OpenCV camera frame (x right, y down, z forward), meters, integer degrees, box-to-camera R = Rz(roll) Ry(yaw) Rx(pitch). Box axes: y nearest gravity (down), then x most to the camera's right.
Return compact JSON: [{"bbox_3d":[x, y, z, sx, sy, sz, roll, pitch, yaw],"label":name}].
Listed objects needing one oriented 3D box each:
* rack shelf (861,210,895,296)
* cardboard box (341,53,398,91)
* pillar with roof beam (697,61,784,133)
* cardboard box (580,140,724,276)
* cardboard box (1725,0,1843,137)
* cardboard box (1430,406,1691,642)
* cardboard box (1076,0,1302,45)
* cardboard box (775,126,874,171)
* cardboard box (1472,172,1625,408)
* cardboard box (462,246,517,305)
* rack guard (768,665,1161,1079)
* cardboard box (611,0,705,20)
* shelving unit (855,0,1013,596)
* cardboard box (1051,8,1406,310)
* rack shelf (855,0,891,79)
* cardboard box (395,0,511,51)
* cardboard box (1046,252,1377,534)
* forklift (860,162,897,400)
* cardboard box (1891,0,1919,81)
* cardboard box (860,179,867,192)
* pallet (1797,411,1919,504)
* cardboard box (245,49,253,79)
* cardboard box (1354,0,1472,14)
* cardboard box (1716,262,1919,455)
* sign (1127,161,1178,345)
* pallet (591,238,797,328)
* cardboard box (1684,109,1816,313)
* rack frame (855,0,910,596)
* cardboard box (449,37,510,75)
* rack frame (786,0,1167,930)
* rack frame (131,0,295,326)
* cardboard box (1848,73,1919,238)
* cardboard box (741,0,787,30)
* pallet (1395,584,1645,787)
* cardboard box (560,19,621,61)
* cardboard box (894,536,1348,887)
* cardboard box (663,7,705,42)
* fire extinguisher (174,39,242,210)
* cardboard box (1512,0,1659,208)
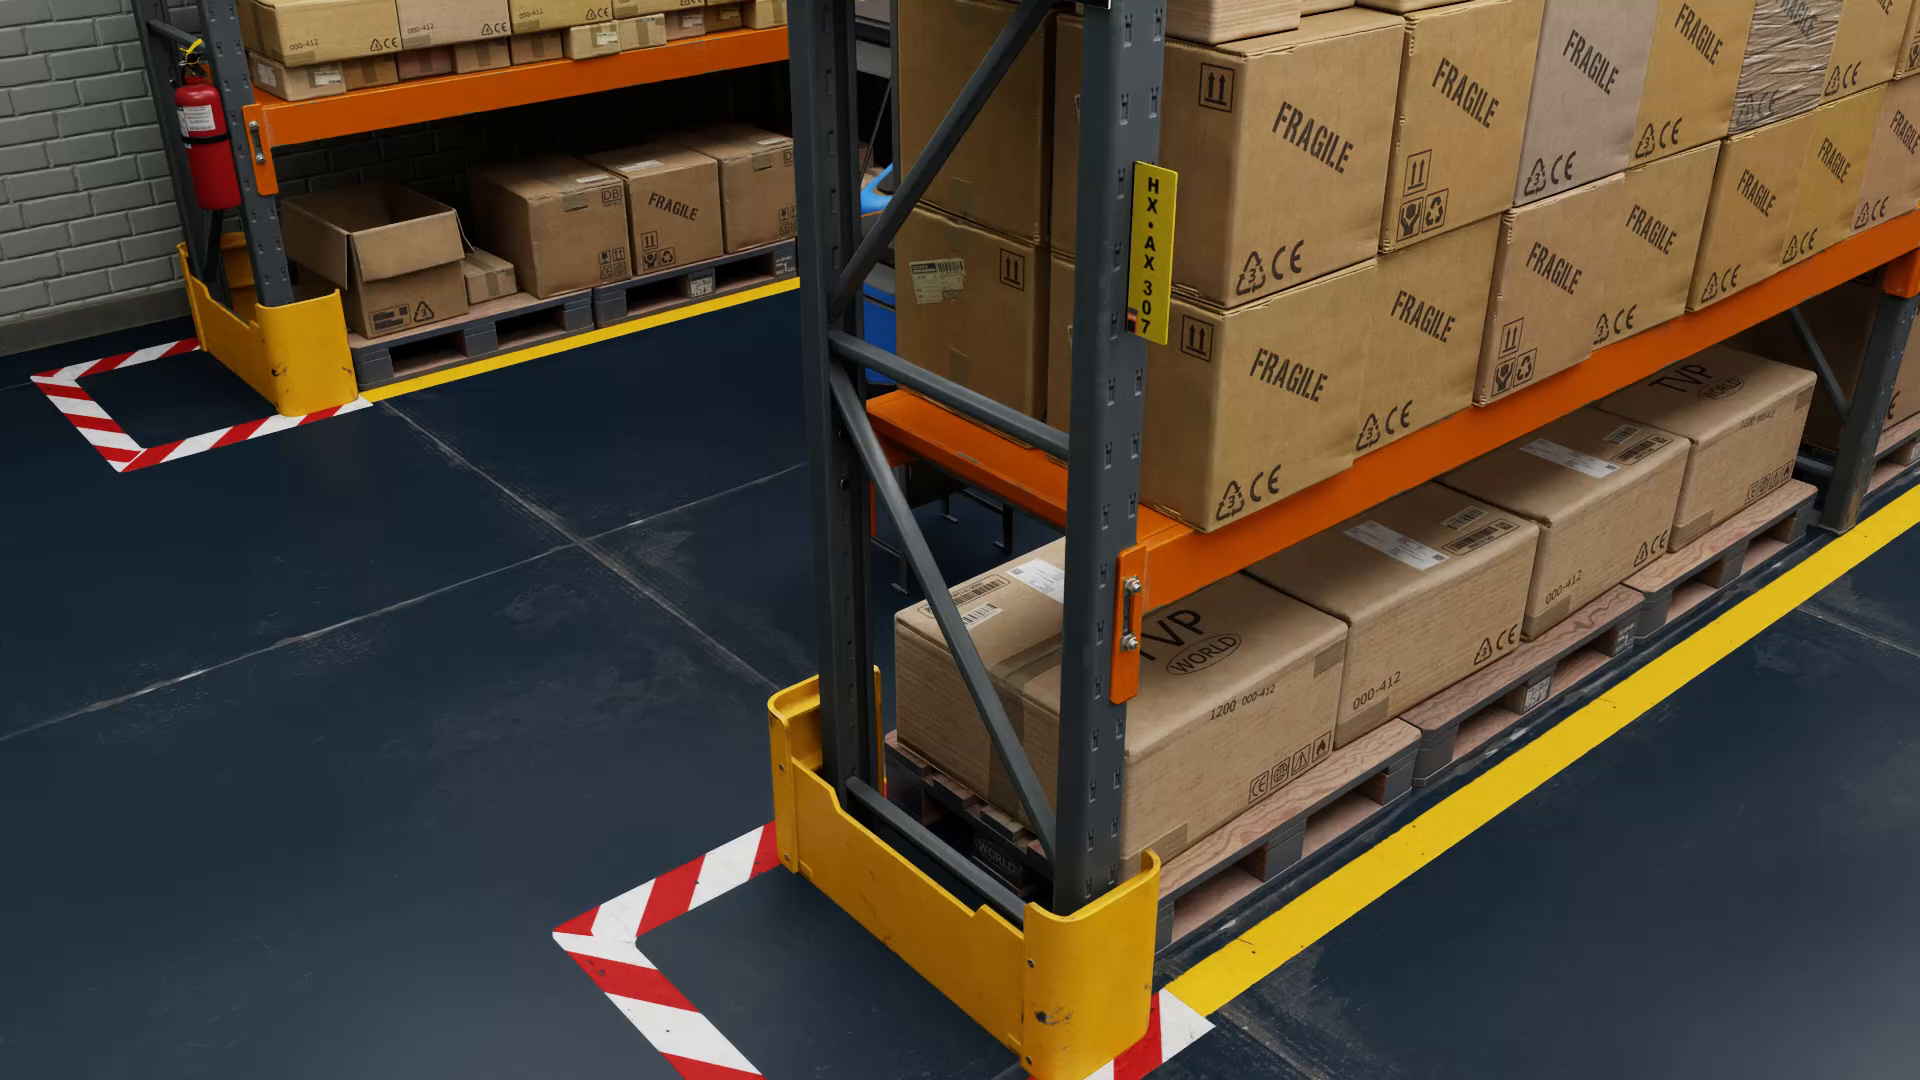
[{"bbox_3d":[-0.126,-0.863,5.667,0.480,0.518,0.431,-22,35,-35],"label":"rack shelf"},{"bbox_3d":[-2.639,-2.071,7.209,0.250,0.149,0.380,-21,35,-34],"label":"cardboard box"},{"bbox_3d":[1.492,-4.521,5.162,0.400,9.000,9.100,-22,35,-35],"label":"pillar with roof beam"},{"bbox_3d":[-1.561,-1.694,8.444,0.500,0.500,0.500,-21,35,-34],"label":"cardboard box"},{"bbox_3d":[2.085,-1.460,4.633,0.500,0.500,0.500,-21,35,-34],"label":"cardboard box"},{"bbox_3d":[1.809,-0.157,5.635,0.875,0.438,0.875,-23,36,-36],"label":"cardboard box"},{"bbox_3d":[0.444,-1.087,3.246,0.250,0.149,0.380,-21,35,-34],"label":"cardboard box"},{"bbox_3d":[-0.843,-2.190,9.574,0.500,0.311,0.500,-20,34,-33],"label":"cardboard box"},{"bbox_3d":[1.311,-0.708,4.286,0.500,0.500,0.500,-22,35,-35],"label":"cardboard box"},{"bbox_3d":[-2.355,-1.282,8.045,0.250,0.149,0.380,-24,36,-37],"label":"cardboard box"},{"bbox_3d":[-0.024,0.804,4.216,0.348,0.500,1.175,-22,35,-35],"label":"rack guard"},{"bbox_3d":[-1.568,-2.667,7.901,0.500,0.250,0.500,-23,36,-36],"label":"cardboard box"},{"bbox_3d":[-0.126,-0.875,5.660,0.503,2.100,0.431,-22,35,-35],"label":"shelving unit"},{"bbox_3d":[0.544,-0.836,3.465,0.500,0.500,0.500,-23,36,-36],"label":"cardboard box"},{"bbox_3d":[-0.126,-1.481,5.337,0.480,0.518,0.431,-22,35,-35],"label":"rack shelf"},{"bbox_3d":[-2.327,-2.346,7.302,0.500,0.250,0.500,-21,35,-34],"label":"cardboard box"},{"bbox_3d":[0.546,-0.394,3.699,0.500,0.500,0.500,-22,35,-35],"label":"cardboard box"},{"bbox_3d":[0.423,-2.301,7.446,1.130,2.935,3.031,7,29,13],"label":"forklift"},{"bbox_3d":[2.858,-1.772,5.216,0.500,0.500,0.500,-22,35,-35],"label":"cardboard box"},{"bbox_3d":[-0.692,-1.903,9.083,0.258,0.266,0.396,-20,34,-33],"label":"cardboard box"},{"bbox_3d":[3.575,-0.563,7.080,1.213,0.211,1.003,-22,35,-35],"label":"pallet"},{"bbox_3d":[-3.152,-2.172,7.398,0.250,0.149,0.380,-22,35,-35],"label":"cardboard box"},{"bbox_3d":[0.869,-1.231,3.515,0.250,0.149,0.380,-21,34,-33],"label":"cardboard box"},{"bbox_3d":[3.457,-0.996,6.741,0.875,0.875,0.875,-21,34,-33],"label":"cardboard box"},{"bbox_3d":[0.350,-0.522,3.042,0.005,0.325,0.100,-22,35,-35],"label":"sign"},{"bbox_3d":[-1.639,-1.494,8.821,1.213,0.211,1.003,-22,35,-35],"label":"pallet"},{"bbox_3d":[2.090,-1.022,4.874,0.500,0.500,0.500,-23,35,-36],"label":"cardboard box"},{"bbox_3d":[-0.312,-0.801,5.521,0.015,2.100,0.400,-22,35,-35],"label":"rack frame"},{"bbox_3d":[-2.229,-2.219,7.486,0.250,0.149,0.380,-21,34,-33],"label":"cardboard box"},{"bbox_3d":[-0.006,-0.306,3.640,0.127,3.000,1.000,-22,35,-35],"label":"rack frame"},{"bbox_3d":[-3.230,-2.085,6.969,0.127,3.000,1.000,-22,35,-35],"label":"rack frame"},{"bbox_3d":[2.850,-1.340,5.470,0.500,0.500,0.500,-22,35,-34],"label":"cardboard box"},{"bbox_3d":[-1.025,-2.675,8.340,0.250,0.149,0.380,-22,35,-36],"label":"cardboard box"},{"bbox_3d":[1.479,0.280,5.503,1.213,0.211,1.003,-22,35,-35],"label":"pallet"},{"bbox_3d":[-1.790,-2.352,7.736,0.250,0.149,0.380,-23,36,-36],"label":"cardboard box"},{"bbox_3d":[0.432,0.401,4.590,0.875,0.438,0.875,-23,36,-37],"label":"cardboard box"},{"bbox_3d":[-1.451,-2.544,8.094,0.250,0.149,0.380,-22,35,-35],"label":"cardboard box"},{"bbox_3d":[-3.042,-1.676,6.680,0.183,0.674,0.296,-22,35,-35],"label":"fire extinguisher"},{"bbox_3d":[1.319,-1.157,4.065,0.500,0.500,0.500,-22,35,-35],"label":"cardboard box"}]
